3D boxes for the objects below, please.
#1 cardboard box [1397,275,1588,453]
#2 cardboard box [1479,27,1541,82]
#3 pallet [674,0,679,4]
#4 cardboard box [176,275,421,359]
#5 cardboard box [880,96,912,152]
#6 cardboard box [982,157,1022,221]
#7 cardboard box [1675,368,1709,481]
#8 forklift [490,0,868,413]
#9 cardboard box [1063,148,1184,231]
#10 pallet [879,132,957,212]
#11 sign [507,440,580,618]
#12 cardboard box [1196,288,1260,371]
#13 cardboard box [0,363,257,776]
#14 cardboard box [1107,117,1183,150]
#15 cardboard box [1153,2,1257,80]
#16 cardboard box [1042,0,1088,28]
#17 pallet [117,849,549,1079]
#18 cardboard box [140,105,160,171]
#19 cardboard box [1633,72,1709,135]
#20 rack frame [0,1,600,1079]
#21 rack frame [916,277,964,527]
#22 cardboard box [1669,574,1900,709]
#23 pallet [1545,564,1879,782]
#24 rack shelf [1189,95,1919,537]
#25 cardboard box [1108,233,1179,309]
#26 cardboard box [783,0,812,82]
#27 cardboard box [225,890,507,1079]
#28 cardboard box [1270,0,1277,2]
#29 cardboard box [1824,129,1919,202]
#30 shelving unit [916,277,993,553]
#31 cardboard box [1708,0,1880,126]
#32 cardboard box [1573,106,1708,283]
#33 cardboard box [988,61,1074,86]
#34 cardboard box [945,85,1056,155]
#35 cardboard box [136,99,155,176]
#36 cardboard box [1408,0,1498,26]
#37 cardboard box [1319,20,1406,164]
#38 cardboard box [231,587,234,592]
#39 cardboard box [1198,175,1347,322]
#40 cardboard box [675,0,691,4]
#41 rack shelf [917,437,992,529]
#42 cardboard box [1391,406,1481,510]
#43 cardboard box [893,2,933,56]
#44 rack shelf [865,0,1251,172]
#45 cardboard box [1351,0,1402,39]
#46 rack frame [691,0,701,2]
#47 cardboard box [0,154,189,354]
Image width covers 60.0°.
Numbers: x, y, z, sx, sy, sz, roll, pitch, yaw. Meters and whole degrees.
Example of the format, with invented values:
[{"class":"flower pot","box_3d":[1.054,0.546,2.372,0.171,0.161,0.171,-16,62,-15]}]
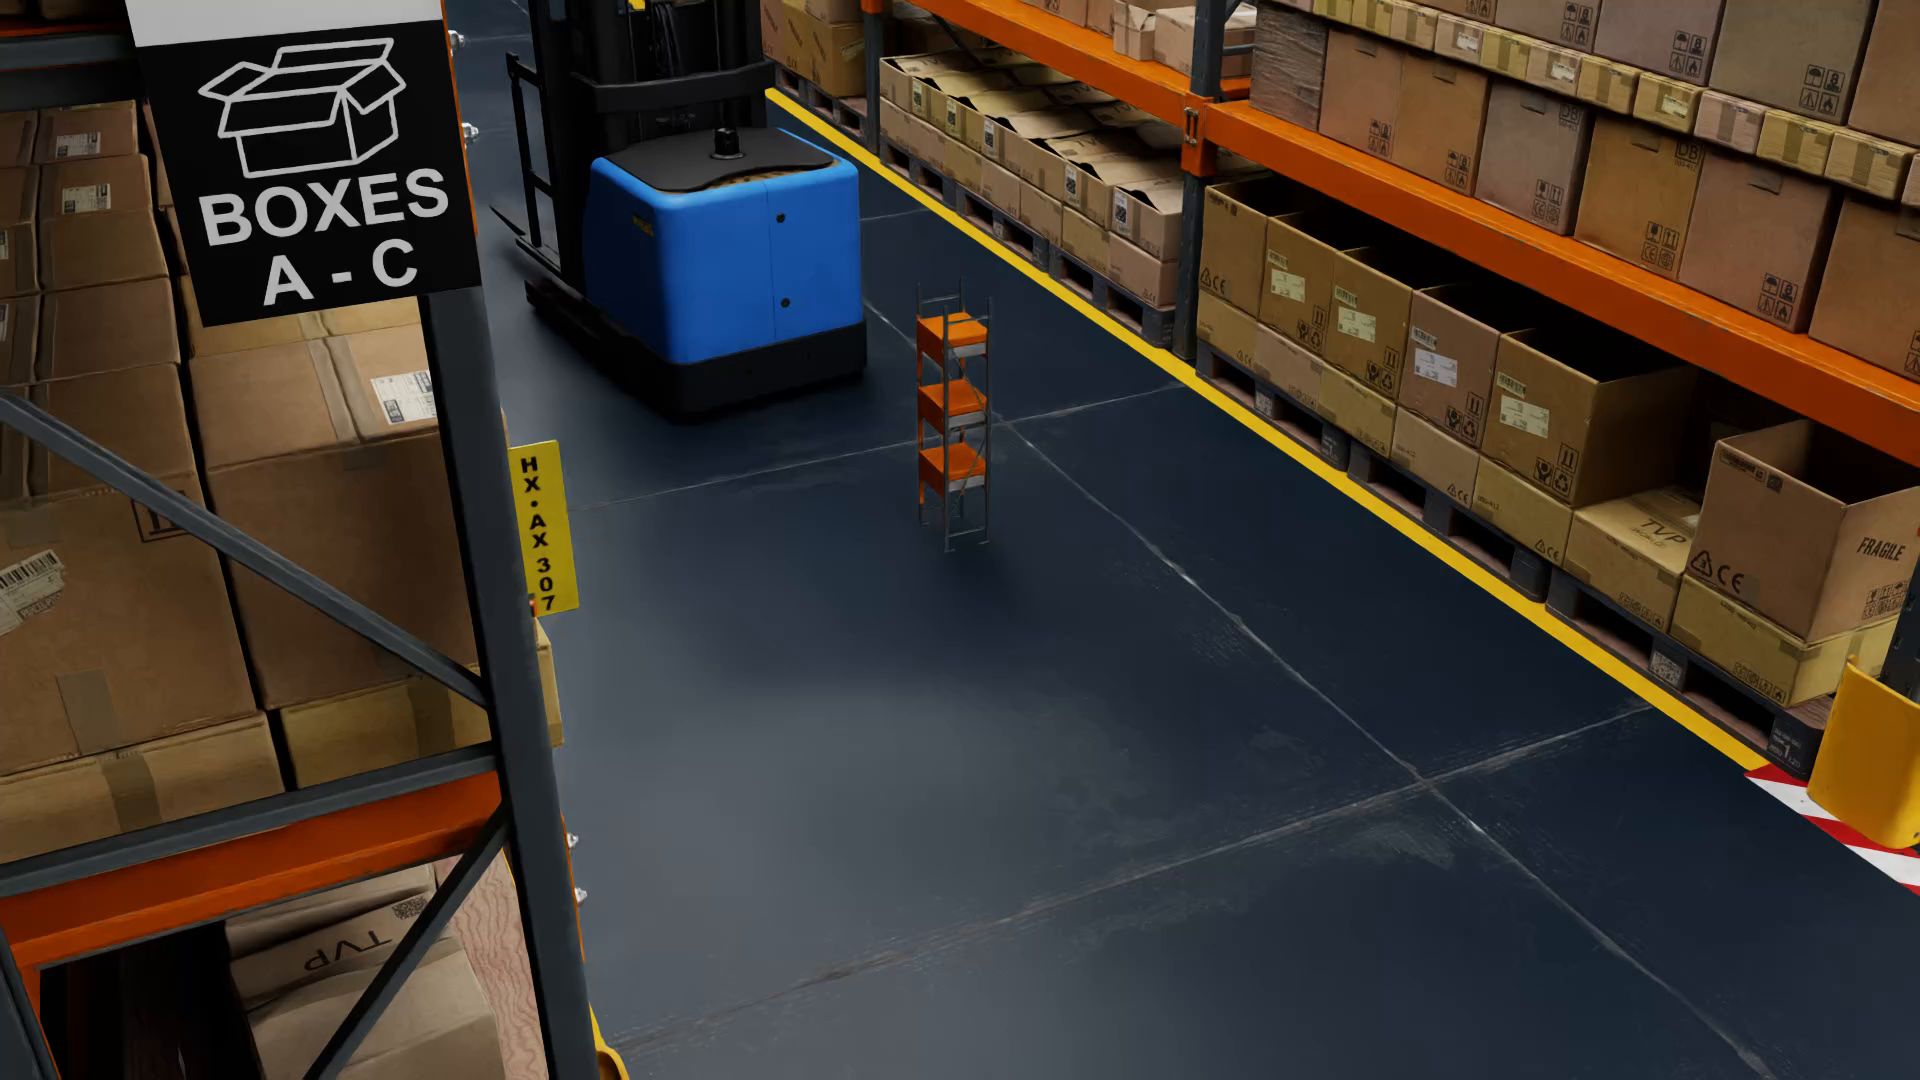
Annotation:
[{"class":"cardboard box","box_3d":[2.114,-0.709,6.563,0.500,0.500,0.500,-13,32,-22]},{"class":"cardboard box","box_3d":[2.160,-1.815,6.154,0.380,0.149,0.250,-13,32,-22]},{"class":"pallet","box_3d":[-2.177,-4.952,15.366,1.003,0.211,1.213,-13,32,-22]},{"class":"cardboard box","box_3d":[-1.340,-0.287,3.562,0.500,0.500,0.500,-13,32,-22]},{"class":"cardboard box","box_3d":[-0.206,-2.789,11.039,0.500,0.250,0.500,-13,32,-22]},{"class":"cardboard box","box_3d":[0.459,-2.112,9.832,0.500,0.250,0.500,-12,32,-21]},{"class":"cardboard box","box_3d":[2.797,-0.597,6.364,0.500,0.500,0.500,-13,32,-22]},{"class":"forklift","box_3d":[-1.676,-2.541,8.284,1.130,2.935,3.031,-18,34,-28]},{"class":"cardboard box","box_3d":[0.890,-1.907,8.892,0.500,0.311,0.500,-12,32,-21]},{"class":"pallet","box_3d":[0.153,-2.510,11.010,1.003,0.211,1.213,-13,32,-22]},{"class":"sign","box_3d":[-0.713,-0.014,2.823,0.100,0.325,0.005,-13,32,-22]},{"class":"cardboard box","box_3d":[1.477,-1.047,7.931,0.500,0.250,0.500,-13,32,-22]},{"class":"cardboard box","box_3d":[-1.598,0.044,2.972,0.500,0.500,0.500,-13,32,-23]},{"class":"cardboard box","box_3d":[1.166,-2.245,9.495,0.500,0.311,0.500,-14,32,-24]},{"class":"cardboard box","box_3d":[1.301,-2.474,8.249,0.500,0.250,0.500,-11,31,-19]},{"class":"cardboard box","box_3d":[0.796,-3.171,9.237,0.500,0.500,0.500,-13,32,-22]},{"class":"pallet","box_3d":[-1.553,1.294,4.227,1.003,0.211,1.213,-13,32,-22]},{"class":"cardboard box","box_3d":[-2.012,-0.972,4.783,0.500,0.500,0.500,-14,32,-23]},{"class":"cardboard box","box_3d":[2.490,-1.475,5.549,0.380,0.149,0.250,-12,31,-20]},{"class":"rack frame","box_3d":[-1.200,0.477,2.833,0.949,2.616,0.053,-13,32,-22]},{"class":"rack frame","box_3d":[-0.075,-0.535,6.631,0.200,1.050,0.008,-13,32,-22]},{"class":"cardboard box","box_3d":[2.772,0.277,5.571,0.500,0.250,0.500,-13,32,-22]},{"class":"pallet","box_3d":[2.903,0.323,5.958,1.003,0.211,1.213,-13,32,-22]},{"class":"rack shelf","box_3d":[2.410,-1.134,6.441,1.077,0.370,4.000,-13,32,-22]},{"class":"cardboard box","box_3d":[1.112,-1.437,8.628,0.500,0.250,0.500,-13,32,-22]},{"class":"cardboard box","box_3d":[-1.001,-3.792,12.552,0.500,0.500,0.500,-14,32,-24]},{"class":"cardboard box","box_3d":[-1.419,1.134,3.960,0.500,0.311,0.500,-17,33,-28]},{"class":"cardboard box","box_3d":[1.492,-2.498,7.373,0.380,0.149,0.250,-13,32,-22]},{"class":"cardboard box","box_3d":[2.819,-1.135,4.942,0.380,0.149,0.250,-12,32,-21]},{"class":"shelving unit","box_3d":[-0.023,-0.482,6.535,0.215,1.050,0.252,-13,32,-22]},{"class":"cardboard box","box_3d":[2.827,-1.637,5.174,0.700,0.500,0.500,-14,32,-23]},{"class":"cardboard box","box_3d":[2.642,-1.268,5.843,0.700,0.500,0.500,-13,32,-22]},{"class":"cardboard box","box_3d":[0.511,-2.919,10.697,0.500,0.311,0.500,-14,32,-23]},{"class":"cardboard box","box_3d":[0.244,-2.578,10.088,0.500,0.311,0.500,-14,32,-23]},{"class":"cardboard box","box_3d":[-2.907,-1.308,5.383,0.500,0.500,0.500,-14,32,-23]},{"class":"cardboard box","box_3d":[2.180,-2.302,6.359,0.700,0.500,0.500,-13,32,-22]},{"class":"cardboard box","box_3d":[1.980,-1.948,7.056,0.700,0.500,0.500,-13,32,-22]},{"class":"cardboard box","box_3d":[-1.811,0.141,3.565,0.500,0.250,0.500,-12,31,-21]},{"class":"cardboard box","box_3d":[1.468,-1.372,7.744,0.500,0.500,0.500,-13,32,-22]},{"class":"cardboard box","box_3d":[-2.383,-5.159,14.989,0.500,0.500,0.500,-13,32,-22]},{"class":"rack shelf","box_3d":[-0.023,-0.230,6.676,0.215,0.259,0.240,-13,32,-22]},{"class":"cardboard box","box_3d":[2.117,-0.383,6.748,0.500,0.250,0.500,-13,32,-22]},{"class":"cardboard box","box_3d":[-0.333,-3.691,12.371,0.500,0.500,0.500,-14,32,-24]},{"class":"rack shelf","box_3d":[0.693,-2.901,9.592,1.077,0.370,4.000,-13,32,-22]},{"class":"cardboard box","box_3d":[1.826,-2.158,6.767,0.380,0.149,0.250,-13,32,-22]},{"class":"rack frame","box_3d":[-1.883,-5.865,14.143,1.000,3.000,0.127,-13,32,-22]},{"class":"cardboard box","box_3d":[-2.247,-0.631,4.174,0.500,0.500,0.500,-13,32,-21]}]
